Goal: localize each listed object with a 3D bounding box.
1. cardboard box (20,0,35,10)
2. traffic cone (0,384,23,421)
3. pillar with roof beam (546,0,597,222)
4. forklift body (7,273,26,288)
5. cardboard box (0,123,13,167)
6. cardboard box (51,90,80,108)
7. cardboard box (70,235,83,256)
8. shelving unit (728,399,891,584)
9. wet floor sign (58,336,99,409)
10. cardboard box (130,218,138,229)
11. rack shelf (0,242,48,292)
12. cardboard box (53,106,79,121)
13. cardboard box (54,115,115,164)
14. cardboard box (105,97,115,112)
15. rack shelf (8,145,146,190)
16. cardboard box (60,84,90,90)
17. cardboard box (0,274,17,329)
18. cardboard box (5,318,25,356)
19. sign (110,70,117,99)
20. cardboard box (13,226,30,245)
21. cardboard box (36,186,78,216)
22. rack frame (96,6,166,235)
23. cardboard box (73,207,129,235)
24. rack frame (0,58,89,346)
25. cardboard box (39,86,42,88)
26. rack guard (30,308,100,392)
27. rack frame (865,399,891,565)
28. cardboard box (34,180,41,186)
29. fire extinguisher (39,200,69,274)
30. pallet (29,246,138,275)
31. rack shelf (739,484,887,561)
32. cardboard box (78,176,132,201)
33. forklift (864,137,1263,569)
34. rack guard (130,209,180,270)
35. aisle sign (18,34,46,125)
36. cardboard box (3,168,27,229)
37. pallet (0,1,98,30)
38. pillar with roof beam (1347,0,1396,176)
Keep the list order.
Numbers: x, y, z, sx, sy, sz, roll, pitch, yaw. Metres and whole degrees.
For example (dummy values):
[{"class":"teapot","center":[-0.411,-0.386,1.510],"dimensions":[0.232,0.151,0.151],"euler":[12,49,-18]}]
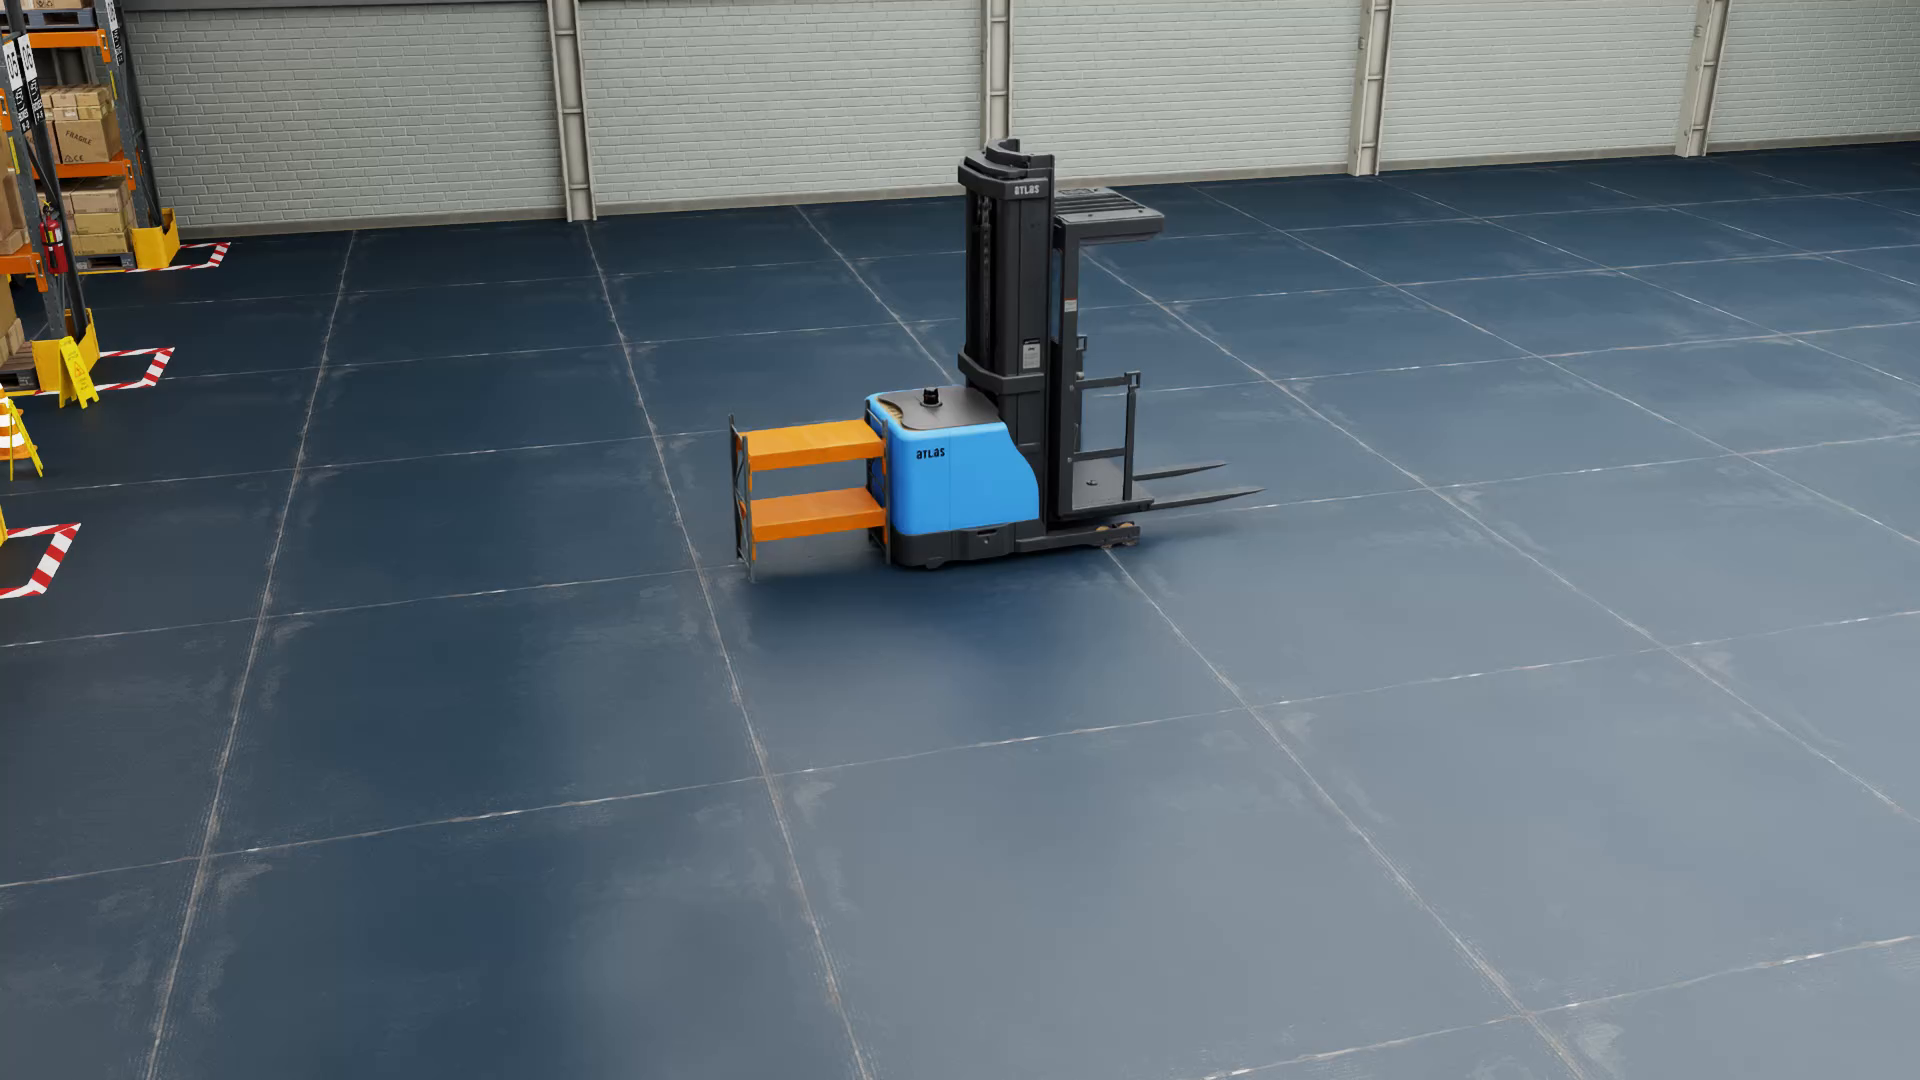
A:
[{"class":"cardboard box","center":[-10.829,-6.230,19.250],"dimensions":[0.250,0.149,0.380],"euler":[-7,24,-16]},{"class":"traffic cone","center":[-8.834,-1.346,15.230],"dimensions":[0.334,0.463,0.336],"euler":[-6,24,-14]},{"class":"pillar with roof beam","center":[-4.087,-6.961,17.491],"dimensions":[0.400,9.000,9.100],"euler":[-6,24,-14]},{"class":"forklift body","center":[-11.446,-3.647,18.451],"dimensions":[1.214,2.155,2.313],"euler":[-6,24,-14]},{"class":"cardboard box","center":[-11.511,-4.719,19.747],"dimensions":[0.500,0.500,0.500],"euler":[-7,24,-15]},{"class":"cardboard box","center":[-10.630,-5.256,19.799],"dimensions":[0.250,0.149,0.380],"euler":[-6,24,-14]},{"class":"cardboard box","center":[-10.962,-3.641,20.317],"dimensions":[0.500,0.250,0.500],"euler":[-6,24,-14]},{"class":"shelving unit","center":[-1.087,-0.361,12.095],"dimensions":[1.048,1.125,0.538],"euler":[-8,24,-17]},{"class":"wet floor sign","center":[-8.297,-1.579,15.543],"dimensions":[0.232,0.644,0.267],"euler":[2,23,4]},{"class":"cardboard box","center":[-10.639,-3.883,20.879],"dimensions":[0.500,0.250,0.500],"euler":[-6,24,-14]},{"class":"rack shelf","center":[-10.694,-2.504,15.623],"dimensions":[4.000,0.370,1.077],"euler":[-6,24,-14]},{"class":"cardboard box","center":[-10.609,-5.094,19.798],"dimensions":[0.250,0.149,0.380],"euler":[-6,24,-14]},{"class":"cardboard box","center":[-10.516,-4.825,19.995],"dimensions":[0.500,0.500,0.500],"euler":[-7,24,-16]},{"class":"cardboard box","center":[-10.510,-5.338,20.367],"dimensions":[0.250,0.149,0.380],"euler":[-7,24,-16]},{"class":"rack shelf","center":[-12.039,-4.388,20.014],"dimensions":[4.000,0.370,1.077],"euler":[-6,24,-14]},{"class":"cardboard box","center":[-10.767,-5.453,20.258],"dimensions":[0.250,0.149,0.380],"euler":[-5,24,-13]},{"class":"cardboard box","center":[-9.643,-2.338,16.327],"dimensions":[0.500,0.500,0.500],"euler":[-7,24,-16]},{"class":"cardboard box","center":[-9.620,-1.996,16.482],"dimensions":[0.500,0.250,0.500],"euler":[-7,24,-15]},{"class":"sign","center":[-9.980,-5.365,19.610],"dimensions":[0.005,0.325,0.100],"euler":[-6,24,-14]},{"class":"cardboard box","center":[-9.152,-2.974,16.126],"dimensions":[0.250,0.149,0.380],"euler":[-6,24,-14]},{"class":"cardboard box","center":[-10.962,-4.096,20.109],"dimensions":[0.500,0.250,0.500],"euler":[-6,24,-13]},{"class":"rack frame","center":[-10.113,-4.931,20.369],"dimensions":[0.127,3.000,1.000],"euler":[-6,24,-14]},{"class":"cardboard box","center":[-10.497,-3.920,20.332],"dimensions":[0.500,0.250,0.500],"euler":[-7,24,-15]},{"class":"rack frame","center":[-8.769,-3.047,15.978],"dimensions":[0.127,3.000,1.000],"euler":[-6,24,-14]},{"class":"cardboard box","center":[-11.248,-5.388,20.107],"dimensions":[0.250,0.149,0.380],"euler":[-6,24,-14]},{"class":"rack guard","center":[-8.842,-1.890,16.452],"dimensions":[0.348,0.500,1.175],"euler":[-6,24,-14]},{"class":"rack frame","center":[-0.606,-0.426,12.246],"dimensions":[0.032,1.125,0.500],"euler":[-8,24,-17]},{"class":"cardboard box","center":[-11.592,-4.237,20.437],"dimensions":[0.500,0.250,0.500],"euler":[-6,24,-15]},{"class":"fire extinguisher","center":[-8.534,-2.849,15.614],"dimensions":[0.183,0.674,0.296],"euler":[-6,24,-14]},{"class":"pallet","center":[-10.838,-3.553,20.692],"dimensions":[1.213,0.211,1.003],"euler":[-6,24,-14]},{"class":"rack shelf","center":[-1.087,-0.136,12.191],"dimensions":[1.000,0.278,0.538],"euler":[-8,24,-17]},{"class":"cardboard box","center":[-10.627,-4.341,20.679],"dimensions":[0.500,0.250,0.500],"euler":[-7,24,-15]},{"class":"forklift","center":[0.842,-1.469,12.386],"dimensions":[3.031,2.935,1.130],"euler":[-8,24,-17]},{"class":"rack guard","center":[-10.090,-3.785,20.868],"dimensions":[0.348,0.500,1.175],"euler":[-6,24,-14]},{"class":"aisle sign","center":[-8.793,-4.366,15.755],"dimensions":[0.004,0.787,0.394],"euler":[-6,24,-14]},{"class":"cardboard box","center":[-9.300,-3.285,16.027],"dimensions":[0.500,0.500,0.500],"euler":[-7,24,-15]},{"class":"pallet","center":[-10.801,-6.204,19.642],"dimensions":[1.213,0.211,1.003],"euler":[-6,24,-14]},{"class":"pillar with roof beam","center":[7.467,-8.239,20.470],"dimensions":[0.400,9.000,9.100],"euler":[-6,24,-14]}]
